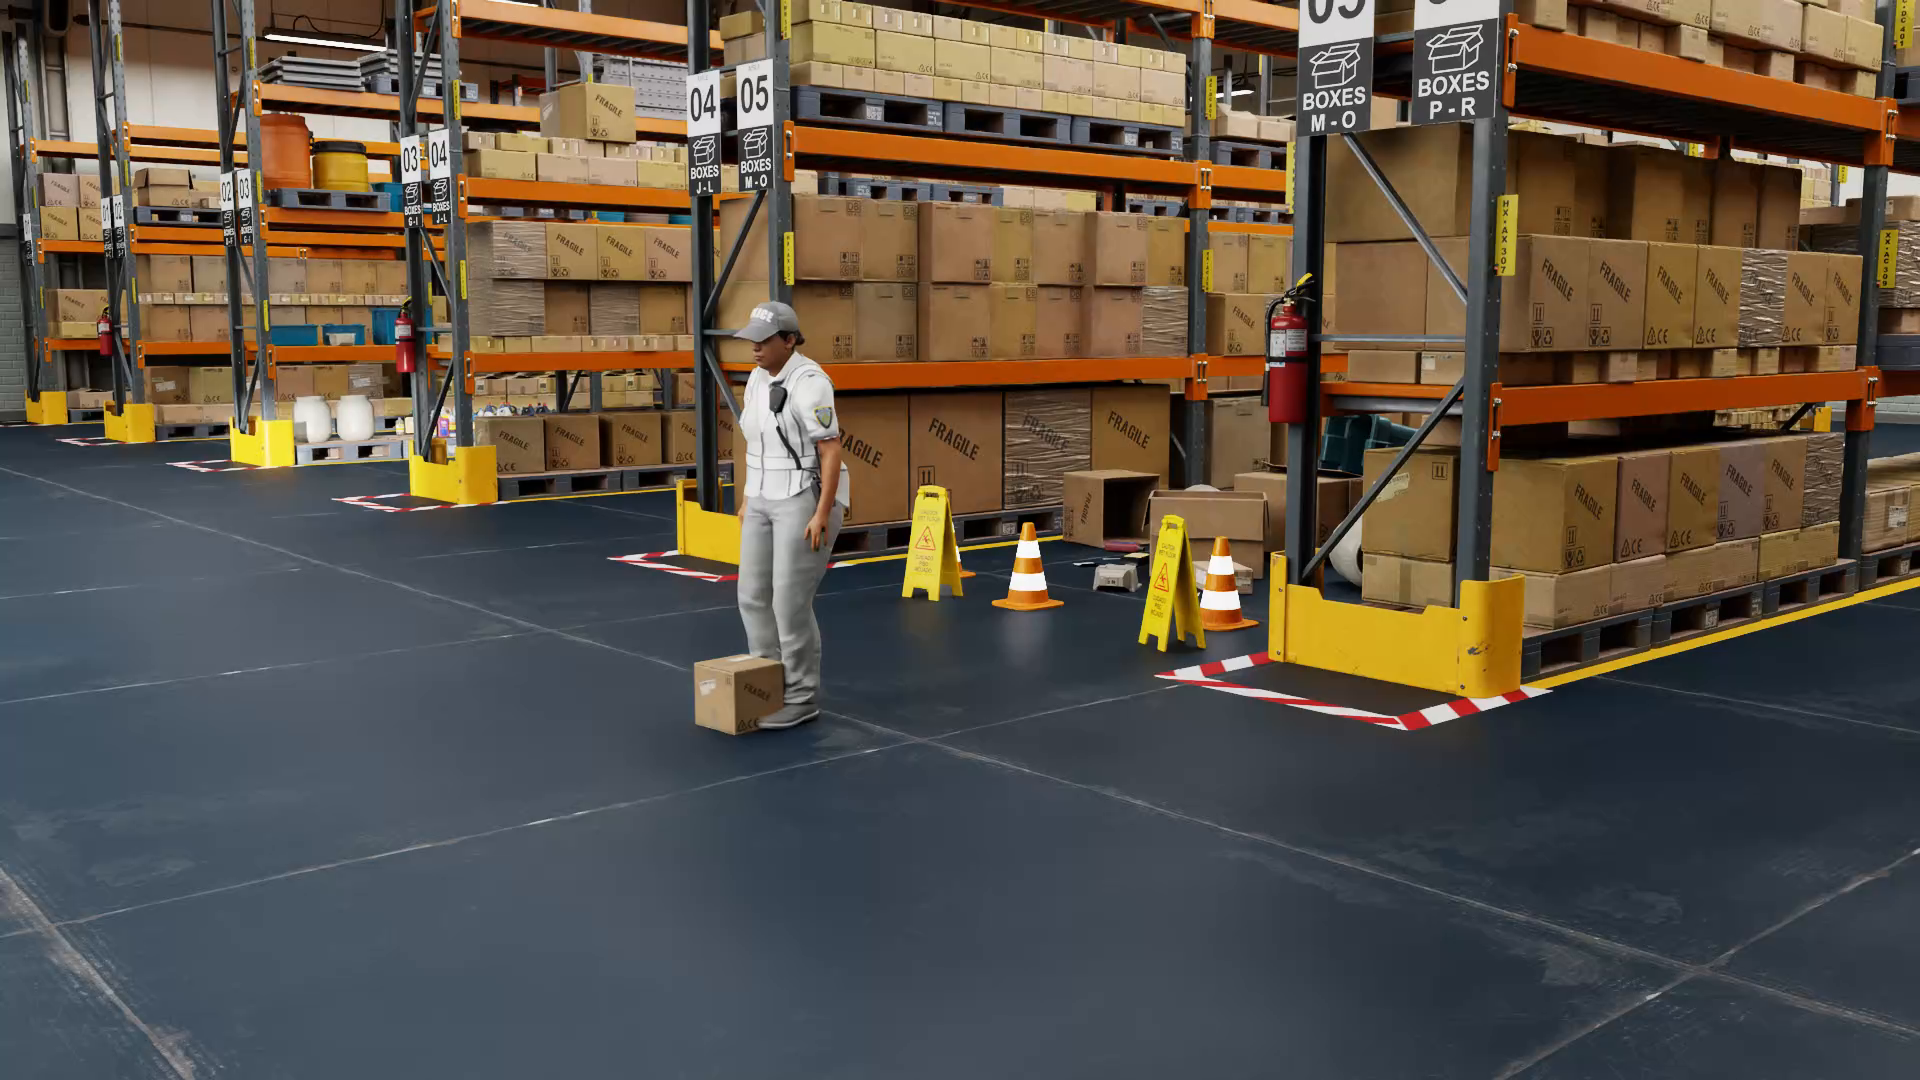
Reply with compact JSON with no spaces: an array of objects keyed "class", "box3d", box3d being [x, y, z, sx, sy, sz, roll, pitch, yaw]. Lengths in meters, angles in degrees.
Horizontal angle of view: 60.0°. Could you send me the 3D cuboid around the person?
[{"class":"person","box3d":[-0.709,-0.112,6.620,0.468,1.664,0.552,-7,10,-44]}]
